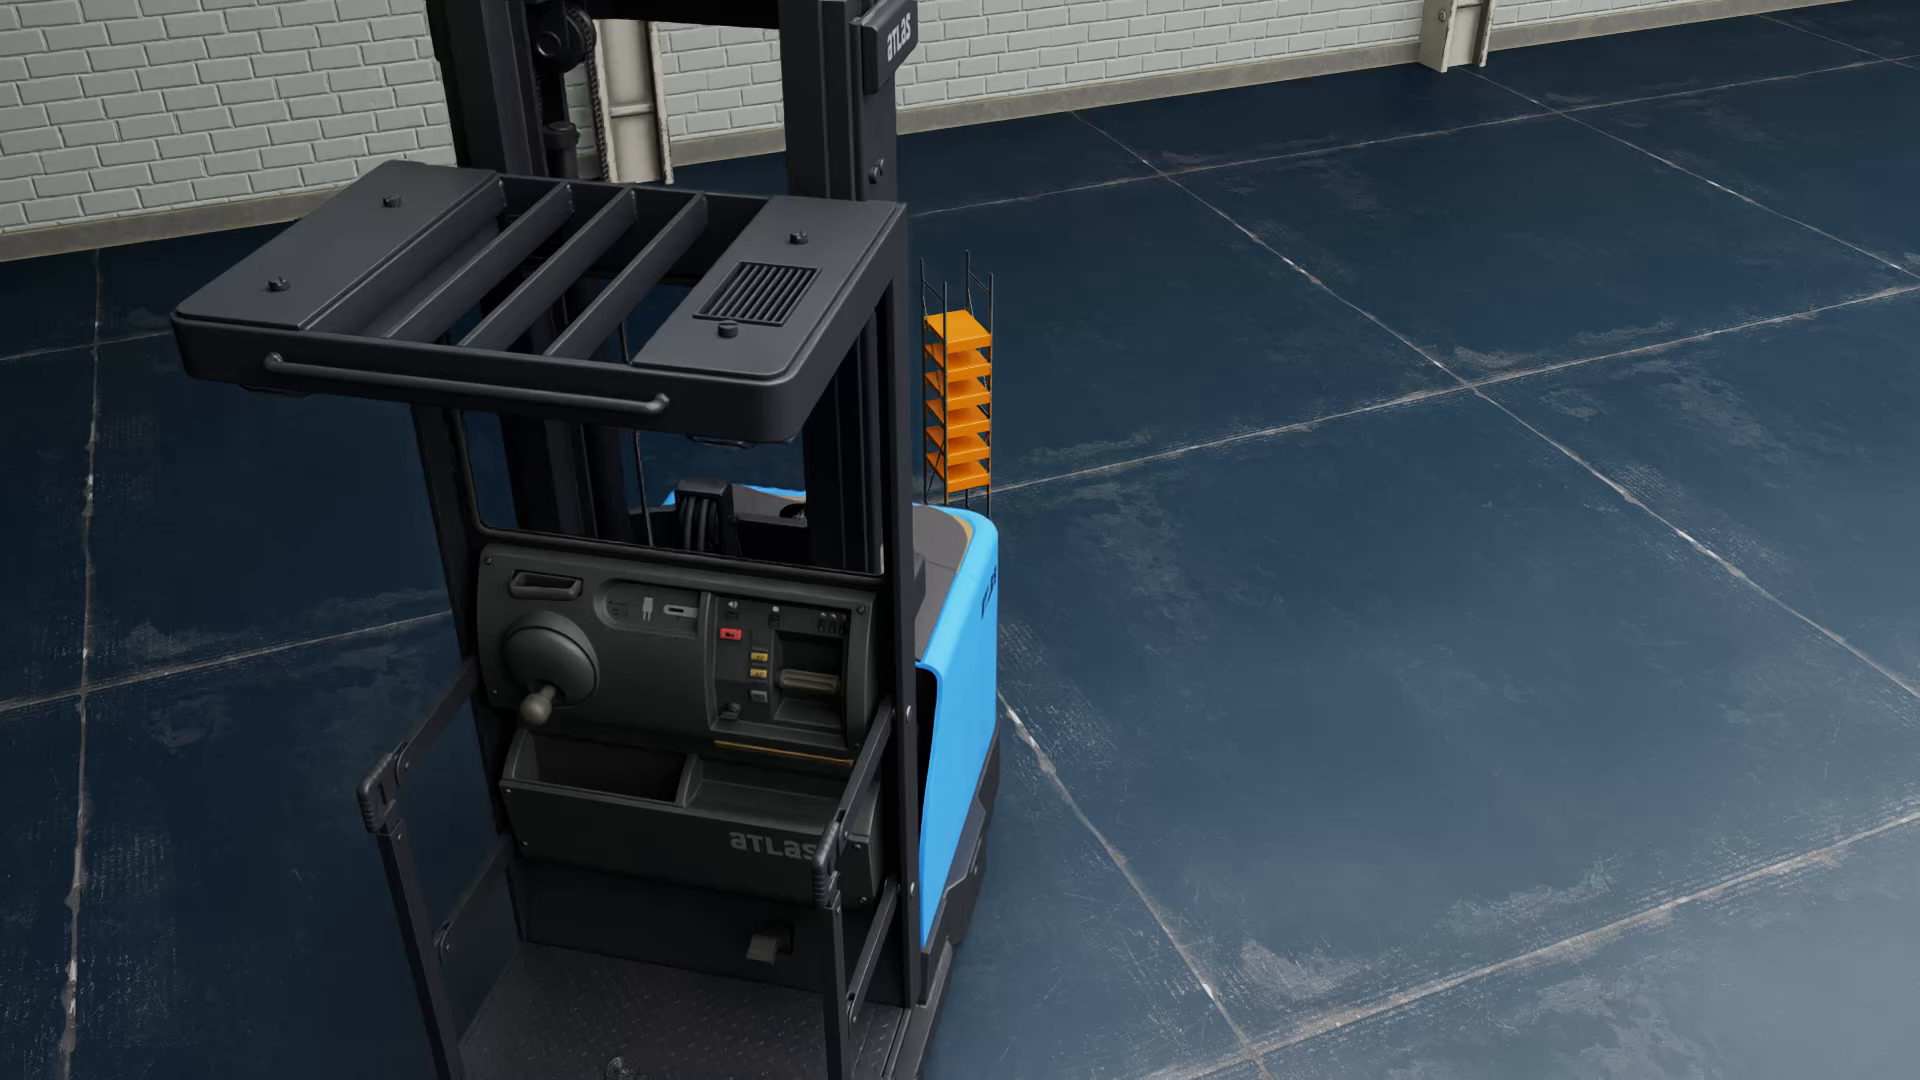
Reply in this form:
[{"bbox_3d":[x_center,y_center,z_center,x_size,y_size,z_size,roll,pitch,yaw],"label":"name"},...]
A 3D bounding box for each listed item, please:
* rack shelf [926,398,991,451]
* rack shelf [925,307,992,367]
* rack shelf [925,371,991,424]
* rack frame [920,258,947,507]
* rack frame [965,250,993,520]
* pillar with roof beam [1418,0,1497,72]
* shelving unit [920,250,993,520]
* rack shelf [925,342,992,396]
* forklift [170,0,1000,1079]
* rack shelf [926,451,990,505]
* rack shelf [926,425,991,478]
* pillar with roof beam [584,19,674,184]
[{"bbox_3d":[-0.013,-0.463,6.442,0.180,0.103,0.258,-13,35,-19],"label":"rack shelf"},{"bbox_3d":[-0.013,-0.764,6.246,0.180,0.103,0.258,-13,35,-19],"label":"rack shelf"},{"bbox_3d":[-0.013,-0.563,6.377,0.180,0.103,0.258,-13,35,-19],"label":"rack shelf"},{"bbox_3d":[-0.098,-0.481,6.388,0.006,1.200,0.240,-13,35,-19],"label":"rack frame"},{"bbox_3d":[0.071,-0.519,6.448,0.006,1.200,0.240,-13,35,-19],"label":"rack frame"},{"bbox_3d":[5.226,-5.071,6.292,0.400,9.000,9.100,-13,35,-19],"label":"pillar with roof beam"},{"bbox_3d":[-0.013,-0.500,6.418,0.189,1.200,0.258,-13,35,-19],"label":"shelving unit"},{"bbox_3d":[-0.013,-0.664,6.311,0.180,0.103,0.258,-13,35,-19],"label":"rack shelf"},{"bbox_3d":[-0.696,0.315,3.579,1.130,2.935,3.031,7,34,11],"label":"forklift"},{"bbox_3d":[-0.013,-0.261,6.573,0.180,0.103,0.258,-13,35,-19],"label":"rack shelf"},{"bbox_3d":[-0.013,-0.362,6.508,0.180,0.103,0.258,-13,35,-19],"label":"rack shelf"},{"bbox_3d":[-0.306,-3.804,4.345,0.400,9.000,9.100,-13,35,-19],"label":"pillar with roof beam"}]
